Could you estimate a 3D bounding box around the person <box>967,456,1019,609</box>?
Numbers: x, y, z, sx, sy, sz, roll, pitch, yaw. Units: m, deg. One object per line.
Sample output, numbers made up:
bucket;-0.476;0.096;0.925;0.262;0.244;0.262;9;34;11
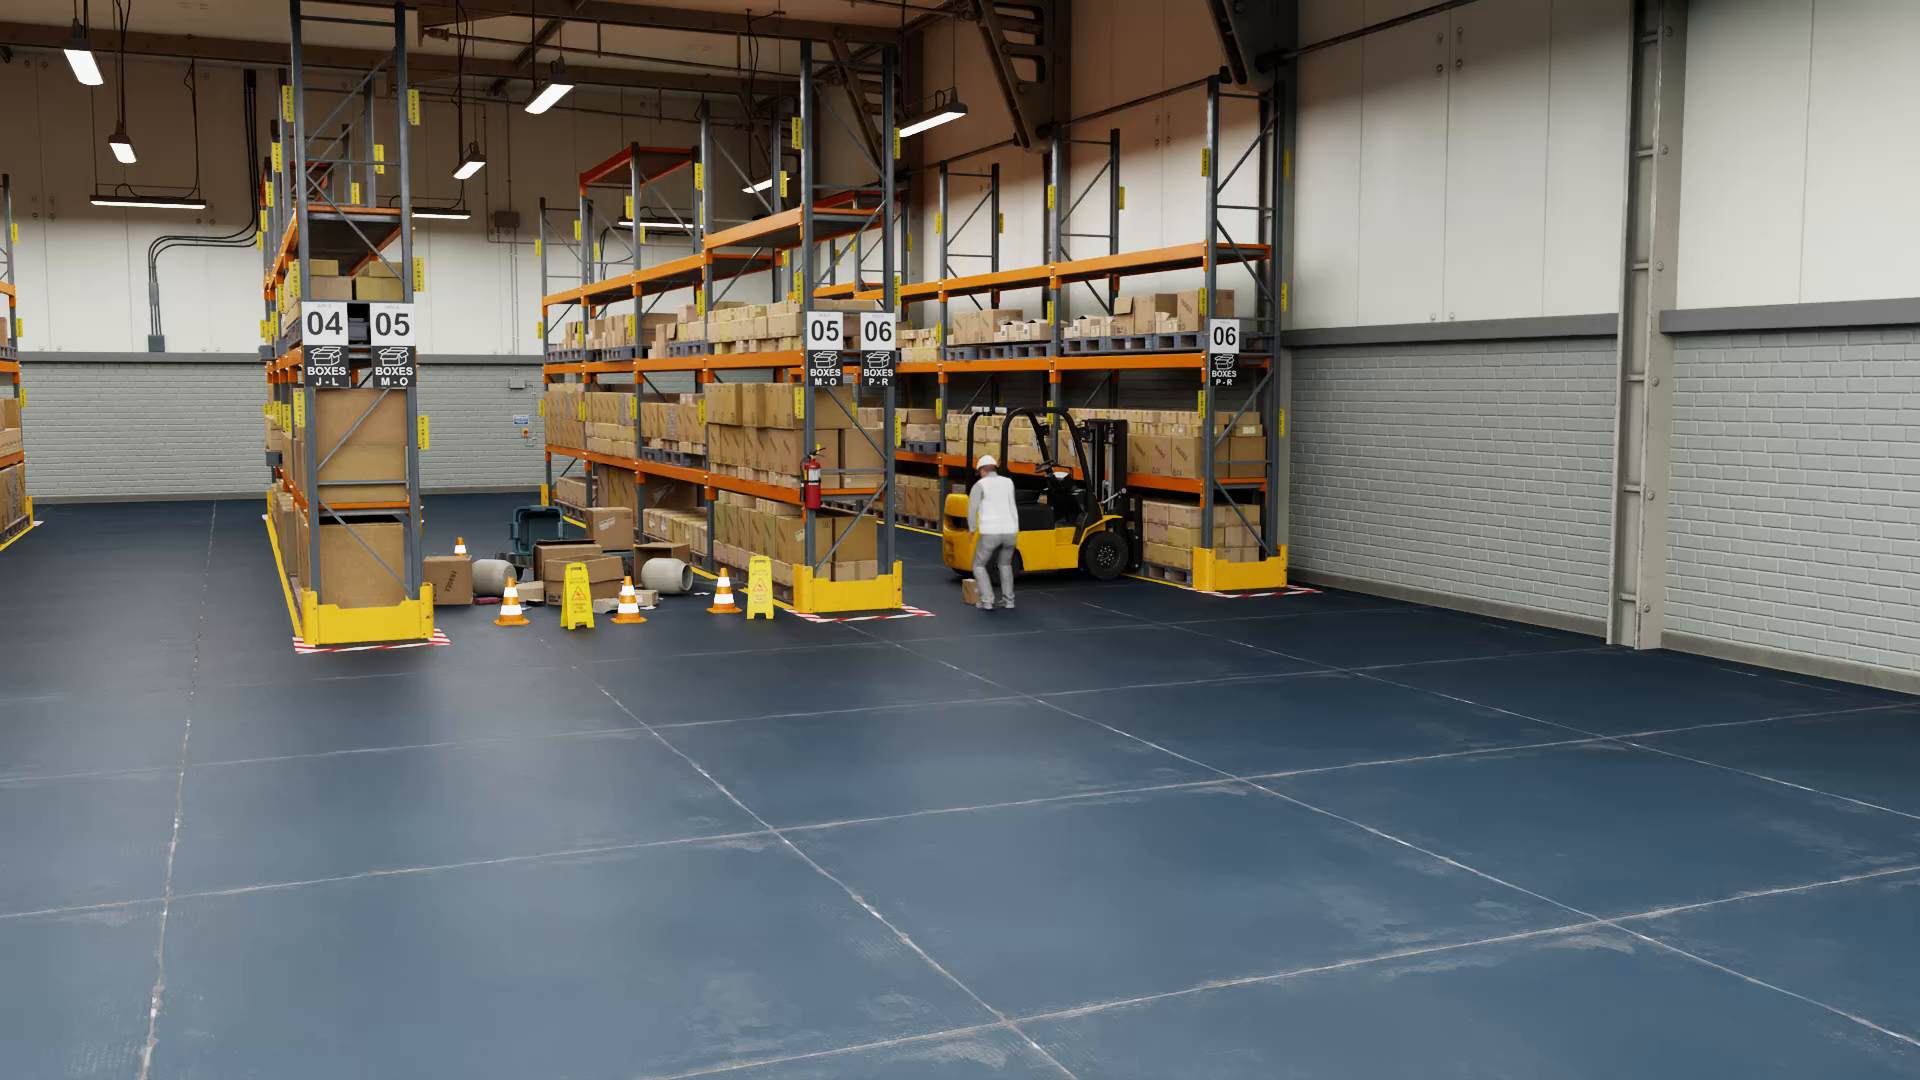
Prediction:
person;0.351;-0.084;18.138;0.574;1.665;0.558;-2;6;-22
